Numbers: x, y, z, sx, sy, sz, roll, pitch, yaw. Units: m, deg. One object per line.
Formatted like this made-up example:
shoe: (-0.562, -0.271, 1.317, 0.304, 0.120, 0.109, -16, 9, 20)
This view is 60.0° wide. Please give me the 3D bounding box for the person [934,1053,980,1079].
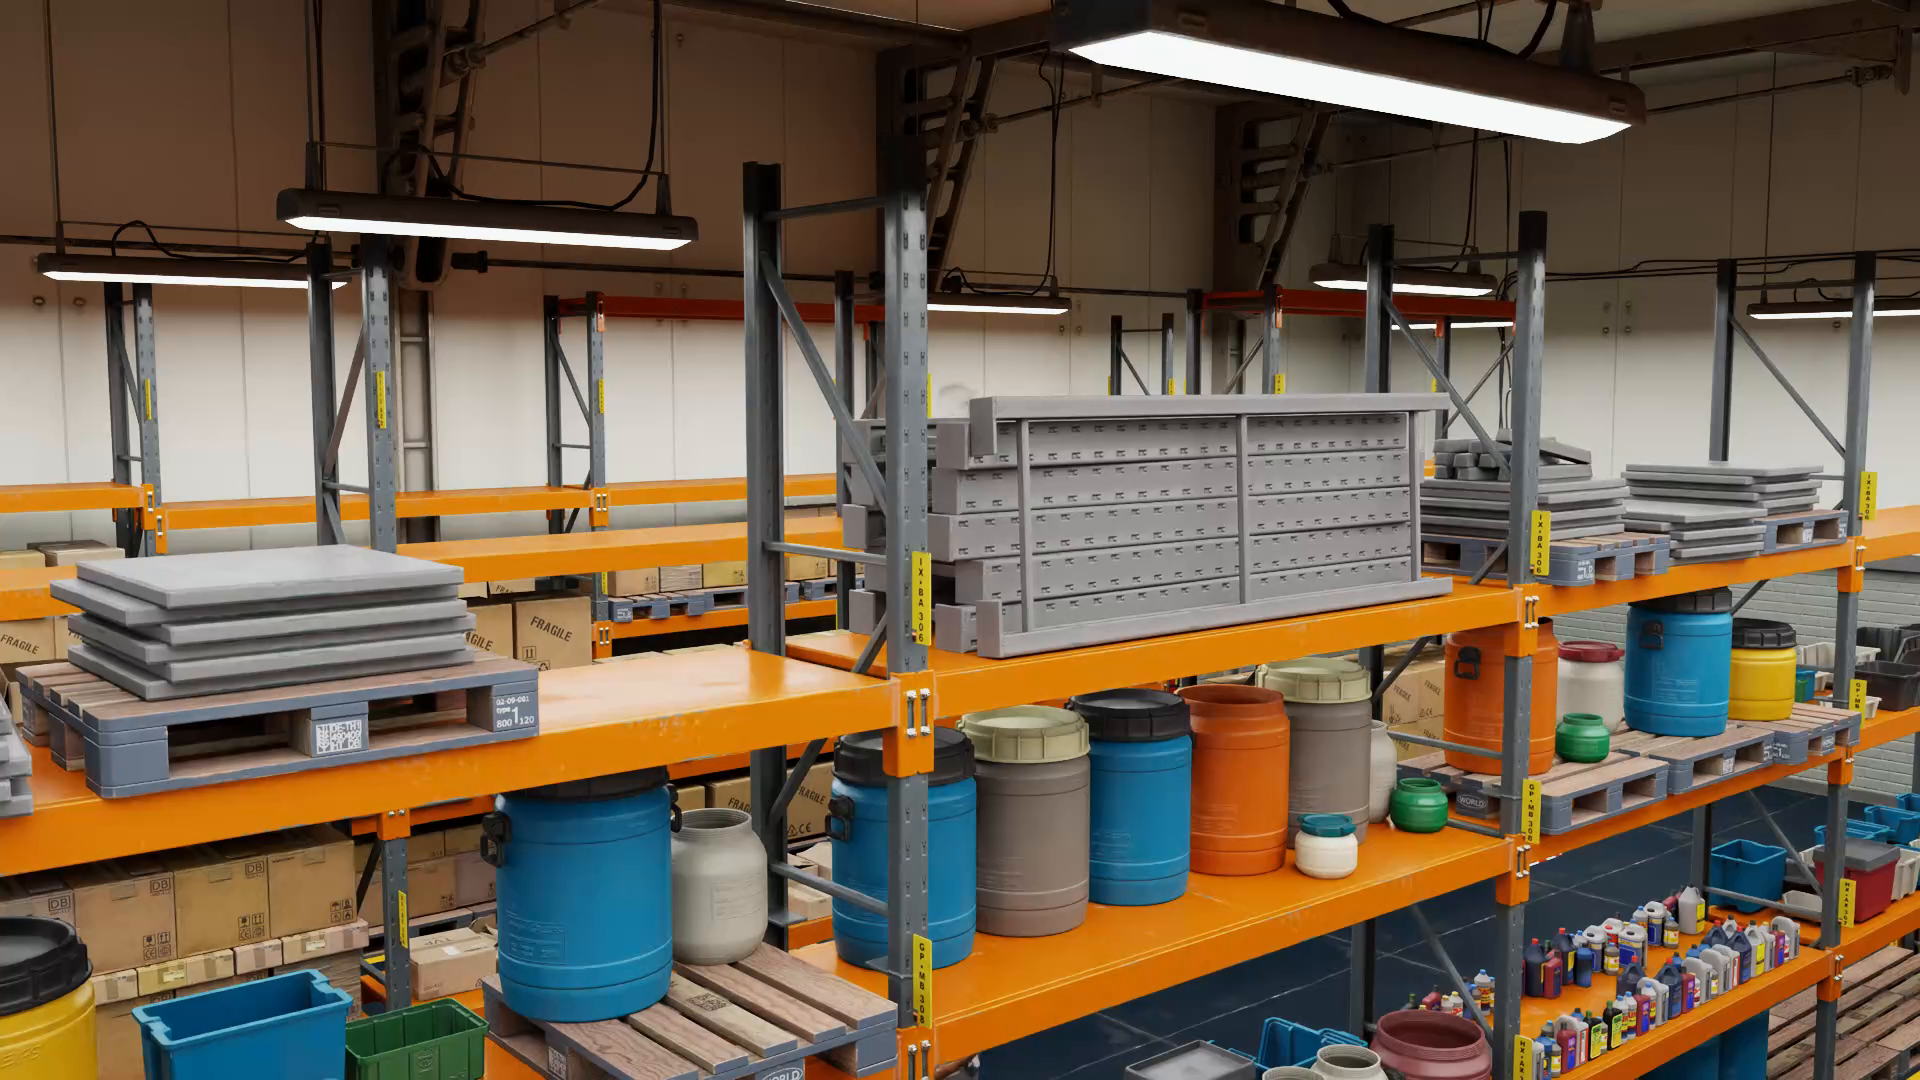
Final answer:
person: (-0.038, 3.354, 10.513, 0.547, 1.685, 1.013, 5, 7, 40)
